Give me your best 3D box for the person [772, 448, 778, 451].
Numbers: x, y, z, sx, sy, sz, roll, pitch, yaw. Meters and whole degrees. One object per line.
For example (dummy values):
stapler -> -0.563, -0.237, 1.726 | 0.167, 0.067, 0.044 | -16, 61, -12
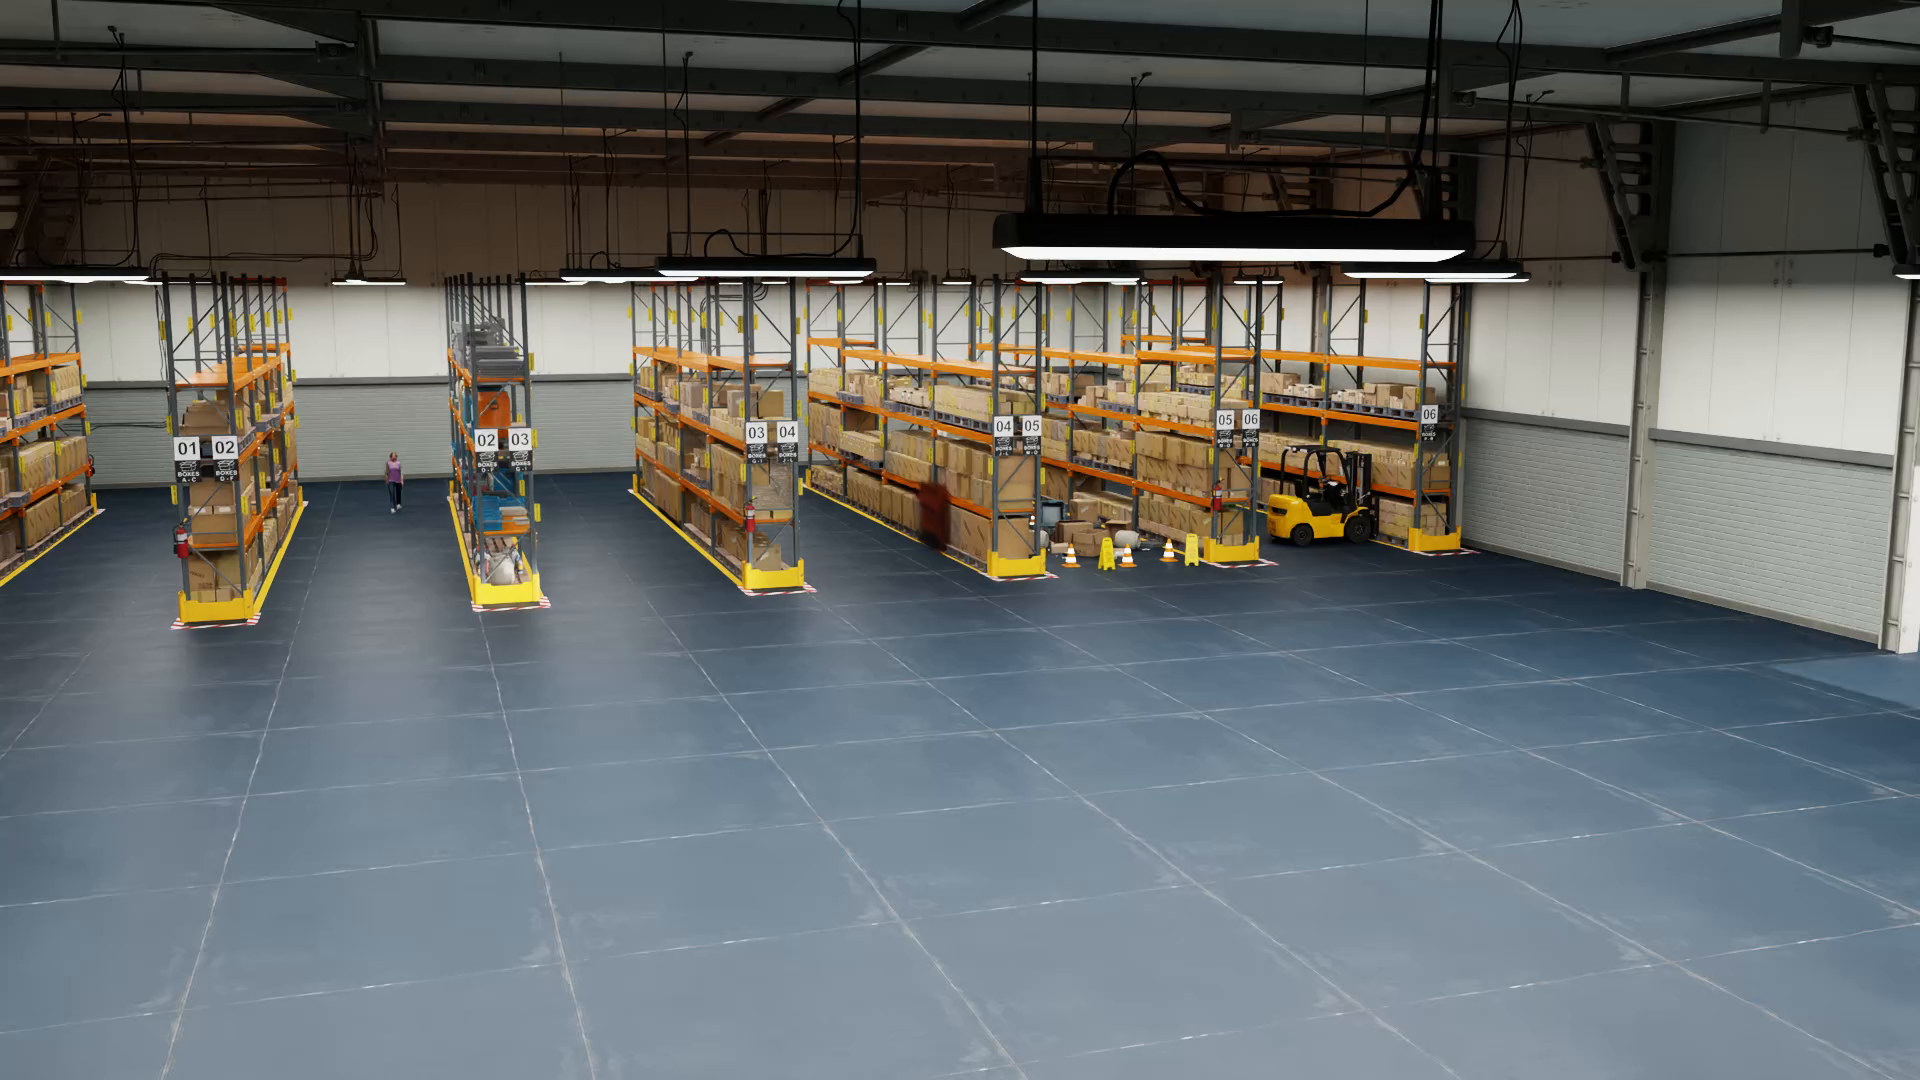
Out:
person -> -5.455, -2.752, 50.537 | 0.549, 1.705, 1.040 | 0, 9, 2

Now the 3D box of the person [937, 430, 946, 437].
person -> -0.642, -2.975, 51.853 | 0.675, 1.750, 0.546 | -5, 10, -31

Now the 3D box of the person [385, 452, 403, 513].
person -> -14.552, -1.509, 42.782 | 0.446, 1.540, 0.972 | -3, 9, -18

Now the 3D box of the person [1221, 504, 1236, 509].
person -> 6.461, -1.084, 39.596 | 0.626, 1.725, 0.738 | -6, 11, -35

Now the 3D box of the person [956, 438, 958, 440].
person -> -0.043, -1.809, 44.147 | 0.453, 1.774, 0.569 | 8, 12, 42
